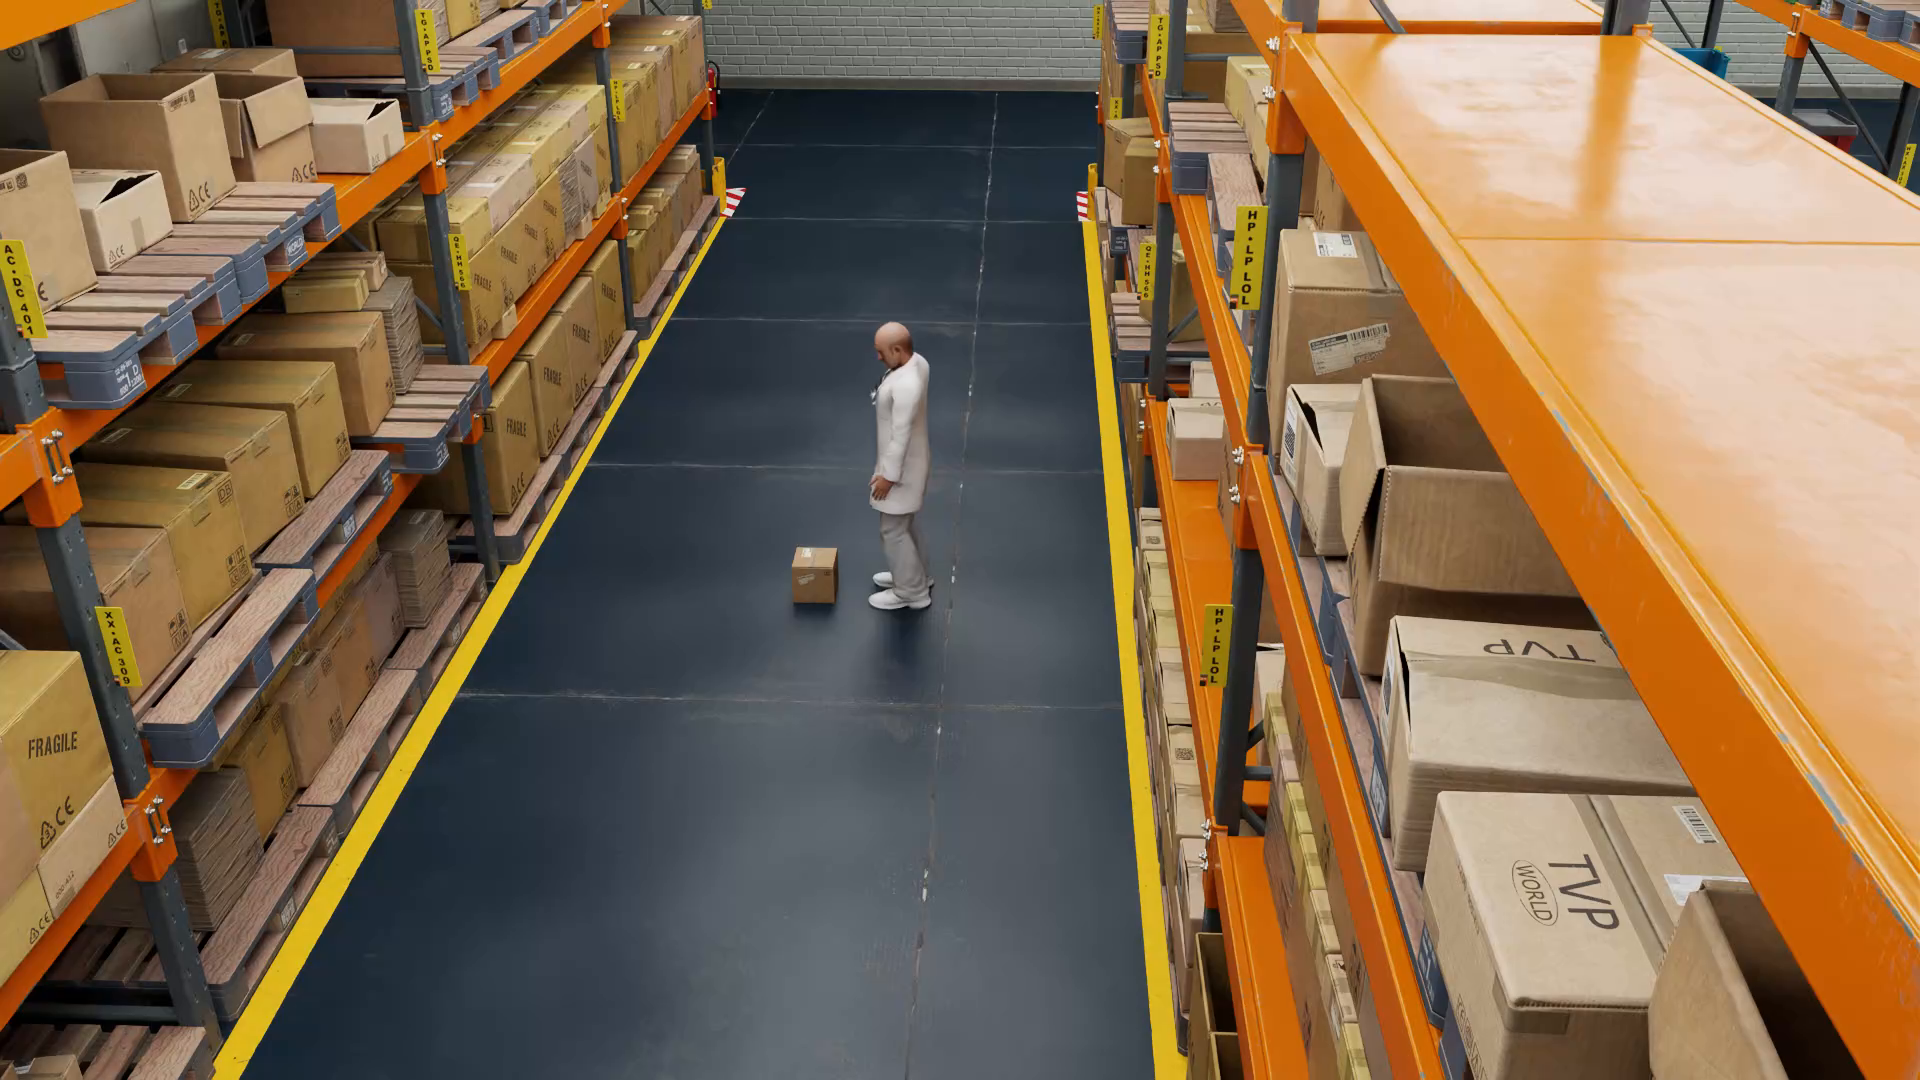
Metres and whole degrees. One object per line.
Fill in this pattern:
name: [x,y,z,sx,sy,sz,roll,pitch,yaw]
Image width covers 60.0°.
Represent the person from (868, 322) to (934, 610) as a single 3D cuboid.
person: [-0.357,-0.432,9.727,0.379,1.765,0.567,2,28,3]
